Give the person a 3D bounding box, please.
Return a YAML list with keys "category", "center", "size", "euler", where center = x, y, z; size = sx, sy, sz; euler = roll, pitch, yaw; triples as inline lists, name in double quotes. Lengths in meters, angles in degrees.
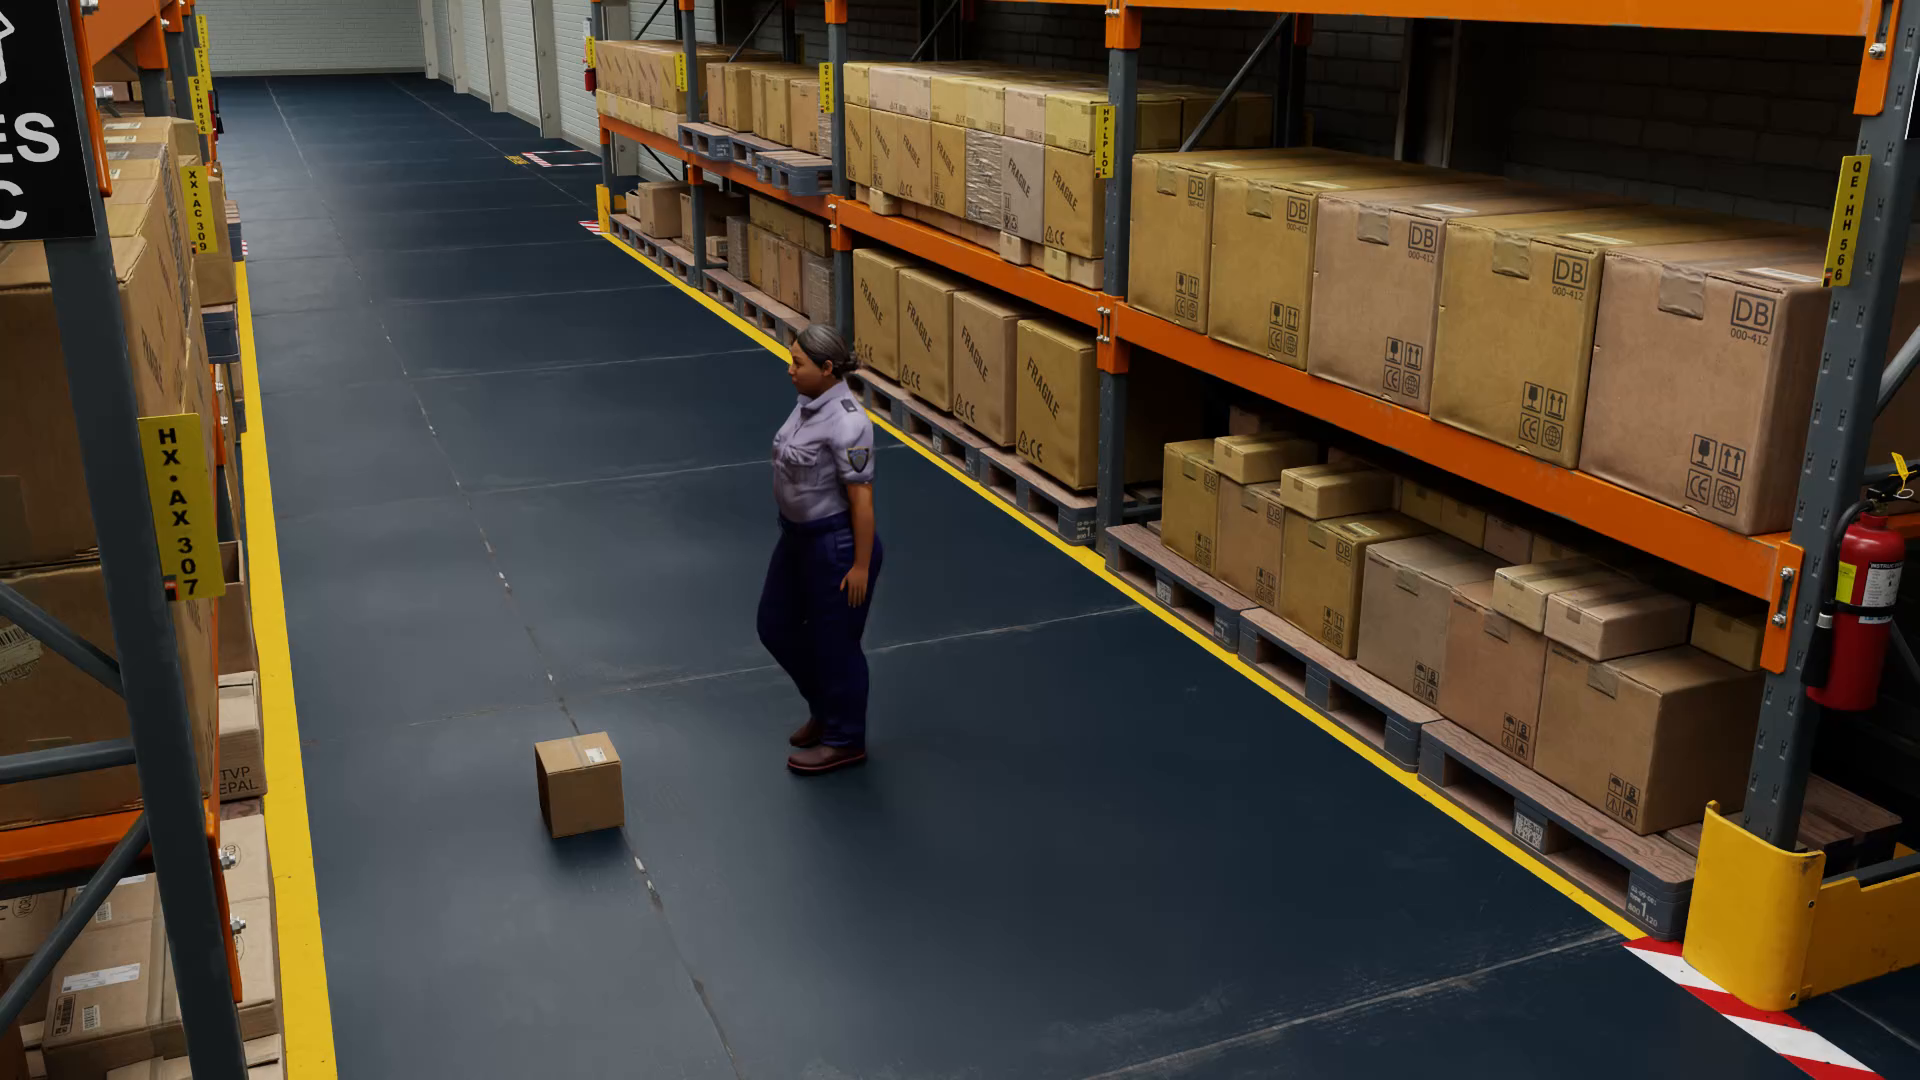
- category: "person"
  center: [-0.499, 0.066, 5.945]
  size: [0.398, 1.648, 0.495]
  euler: [-8, 21, -23]
